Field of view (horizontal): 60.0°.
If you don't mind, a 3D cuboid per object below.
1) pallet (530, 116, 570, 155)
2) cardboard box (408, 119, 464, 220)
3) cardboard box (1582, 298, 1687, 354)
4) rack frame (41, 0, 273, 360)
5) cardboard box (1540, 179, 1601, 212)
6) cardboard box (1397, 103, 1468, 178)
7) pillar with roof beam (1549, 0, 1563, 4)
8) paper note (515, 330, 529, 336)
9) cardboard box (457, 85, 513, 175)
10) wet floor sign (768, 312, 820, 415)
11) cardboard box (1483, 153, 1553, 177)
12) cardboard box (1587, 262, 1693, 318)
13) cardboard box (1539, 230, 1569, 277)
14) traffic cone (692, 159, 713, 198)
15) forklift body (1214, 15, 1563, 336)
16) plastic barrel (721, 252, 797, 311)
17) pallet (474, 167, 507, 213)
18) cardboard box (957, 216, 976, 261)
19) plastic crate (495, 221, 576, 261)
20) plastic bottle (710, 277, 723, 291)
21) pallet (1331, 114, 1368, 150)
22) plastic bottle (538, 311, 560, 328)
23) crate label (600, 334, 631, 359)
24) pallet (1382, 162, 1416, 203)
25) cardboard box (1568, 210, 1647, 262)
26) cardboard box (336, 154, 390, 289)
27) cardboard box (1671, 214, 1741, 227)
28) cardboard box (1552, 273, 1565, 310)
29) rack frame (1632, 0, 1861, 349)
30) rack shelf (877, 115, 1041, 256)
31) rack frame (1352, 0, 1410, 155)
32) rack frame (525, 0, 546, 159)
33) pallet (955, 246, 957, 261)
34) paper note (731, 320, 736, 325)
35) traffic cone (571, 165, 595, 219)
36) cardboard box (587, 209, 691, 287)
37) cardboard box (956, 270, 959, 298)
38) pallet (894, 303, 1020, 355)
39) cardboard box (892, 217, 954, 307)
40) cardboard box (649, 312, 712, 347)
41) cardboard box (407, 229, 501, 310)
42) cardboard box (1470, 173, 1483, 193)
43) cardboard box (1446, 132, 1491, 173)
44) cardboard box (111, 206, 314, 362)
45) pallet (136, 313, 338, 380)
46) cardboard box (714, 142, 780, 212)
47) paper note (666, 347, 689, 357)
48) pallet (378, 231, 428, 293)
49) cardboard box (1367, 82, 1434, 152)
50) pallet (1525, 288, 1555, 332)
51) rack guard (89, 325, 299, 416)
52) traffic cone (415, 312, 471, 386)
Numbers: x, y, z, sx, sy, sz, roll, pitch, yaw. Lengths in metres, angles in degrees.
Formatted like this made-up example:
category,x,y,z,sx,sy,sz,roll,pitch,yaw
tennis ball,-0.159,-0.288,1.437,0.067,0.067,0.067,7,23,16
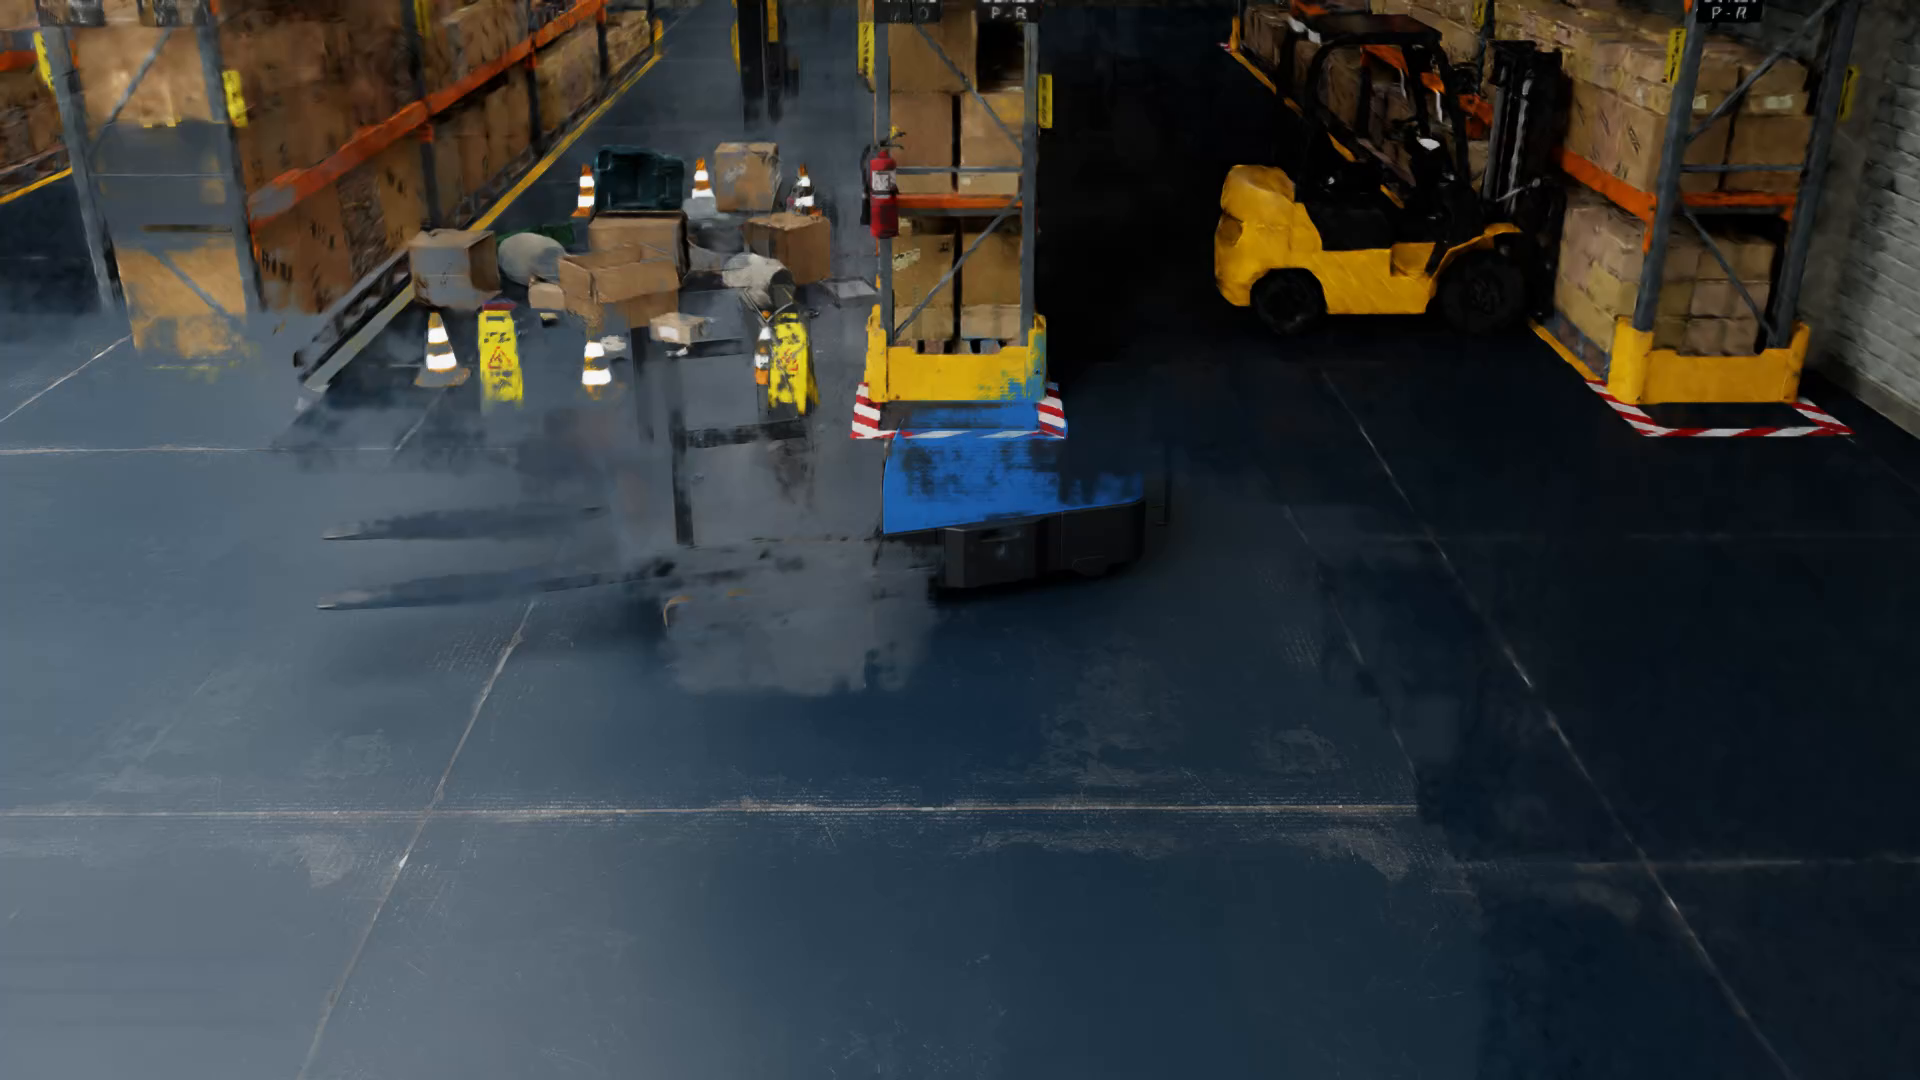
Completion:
category,x,y,z,sx,sy,sz,roll,pitch,yaw
pallet,-9.303,-7.485,23.043,1.003,0.211,1.213,0,24,-1
cardboard box,-9.349,-6.207,19.053,1.050,0.750,0.750,0,24,-1
cardboard box,0.382,-4.355,15.566,0.500,0.250,0.500,0,24,0
rack frame,-9.209,-5.137,14.467,1.000,3.000,0.127,0,24,-1
cardboard box,0.361,-5.434,16.738,0.500,0.250,0.500,-1,24,-2
cardboard box,0.632,-6.827,20.576,0.875,0.625,0.625,-1,24,-3
pillar with roof beam,-2.773,-10.702,19.492,9.100,9.000,0.400,0,24,-1
paper note,-7.528,-4.420,16.487,0.144,0.017,0.142,8,26,18
cardboard box,-9.366,-6.988,20.781,1.050,0.750,0.750,0,24,0
wet floor sign,-5.328,-4.045,14.910,0.267,0.644,0.232,8,26,18
cardboard box,0.347,-5.855,17.670,0.500,0.250,0.500,0,24,0
cardboard box,0.385,-4.590,15.479,0.500,0.250,0.500,-1,24,-1
cardboard box,0.364,-5.009,16.406,0.500,0.250,0.500,-1,24,-2
traffic cone,-6.720,-6.313,20.146,0.336,0.463,0.334,0,24,-1
forklift body,-1.142,-5.611,16.546,2.313,2.155,1.214,0,24,-1
plastic barrel,-5.797,-4.871,17.006,0.512,0.421,0.421,19,30,35
pallet,-9.352,-6.336,20.503,1.003,0.211,1.213,0,24,-1
cardboard box,-4.003,-5.040,16.170,0.500,0.500,0.500,-1,24,-3
plastic crate,-7.941,-5.464,18.534,0.450,0.188,0.662,3,22,31
plastic bottle,-6.165,-4.970,17.664,0.133,0.061,0.283,4,25,9
pallet,0.646,-7.558,23.205,1.003,0.211,1.213,0,24,-1
plastic bottle,-7.367,-4.562,16.763,0.133,0.061,0.283,-9,26,-19
crate label,-6.732,-4.246,15.972,0.250,0.136,0.298,-14,28,-28
pallet,0.596,-6.410,20.666,1.003,0.211,1.213,0,24,-1
cardboard box,0.375,-5.017,15.817,0.500,0.250,0.500,0,24,0
cardboard box,-9.302,-5.377,17.068,0.875,0.875,0.875,0,24,0
cardboard box,0.878,-5.023,15.830,0.500,0.250,0.500,0,24,0
cardboard box,0.390,-4.766,16.475,0.500,0.250,0.500,0,24,0
rack frame,0.703,-5.224,14.661,1.000,3.000,0.127,0,24,-1
rack shelf,-4.282,-5.697,16.579,1.077,0.370,4.000,0,24,-1
rack frame,0.616,-8.521,21.950,1.000,3.000,0.127,0,24,-1
rack frame,-9.296,-8.433,21.756,1.000,3.000,0.127,0,24,-1
pallet,-4.261,-5.302,18.216,1.003,0.211,1.213,0,24,-1
paper note,-5.959,-4.531,16.757,0.032,0.001,0.123,0,24,-1
traffic cone,-7.757,-6.188,19.871,0.336,0.463,0.334,0,24,-1
cardboard box,-6.829,-5.223,17.522,0.797,0.637,0.503,0,24,-1
cardboard box,-4.009,-4.908,16.789,0.500,0.250,0.500,1,24,3
pallet,-4.234,-4.296,15.993,1.003,0.211,1.213,0,24,-1
cardboard box,-4.530,-4.810,15.662,0.500,0.500,0.500,0,24,0
cardboard box,-6.294,-4.432,16.370,0.380,0.149,0.250,13,27,27
cardboard box,-8.209,-5.012,17.222,0.500,0.500,0.500,4,25,9
cardboard box,0.356,-5.838,18.239,0.500,0.250,0.500,0,24,-1
cardboard box,0.643,-6.197,19.184,0.875,0.625,0.625,1,24,2
cardboard box,-9.282,-4.639,15.436,0.875,0.875,0.875,0,24,0
pallet,-9.296,-4.195,15.770,1.003,0.211,1.213,0,24,-1
cardboard box,-6.083,-6.035,18.567,0.500,0.500,0.500,0,24,-1
paper note,-6.261,-4.228,16.062,0.148,0.019,0.142,-9,26,-19
pallet,-9.322,-5.201,17.993,1.003,0.211,1.213,0,24,-1
cardboard box,0.609,-7.373,21.785,0.875,0.625,0.625,1,24,1
pallet,0.643,-4.770,17.041,1.003,0.211,1.213,0,24,-1
rack guard,-9.208,-3.988,14.961,1.175,0.500,0.348,0,24,-1
traffic cone,-7.795,-4.206,15.488,0.336,0.463,0.334,0,24,-1
